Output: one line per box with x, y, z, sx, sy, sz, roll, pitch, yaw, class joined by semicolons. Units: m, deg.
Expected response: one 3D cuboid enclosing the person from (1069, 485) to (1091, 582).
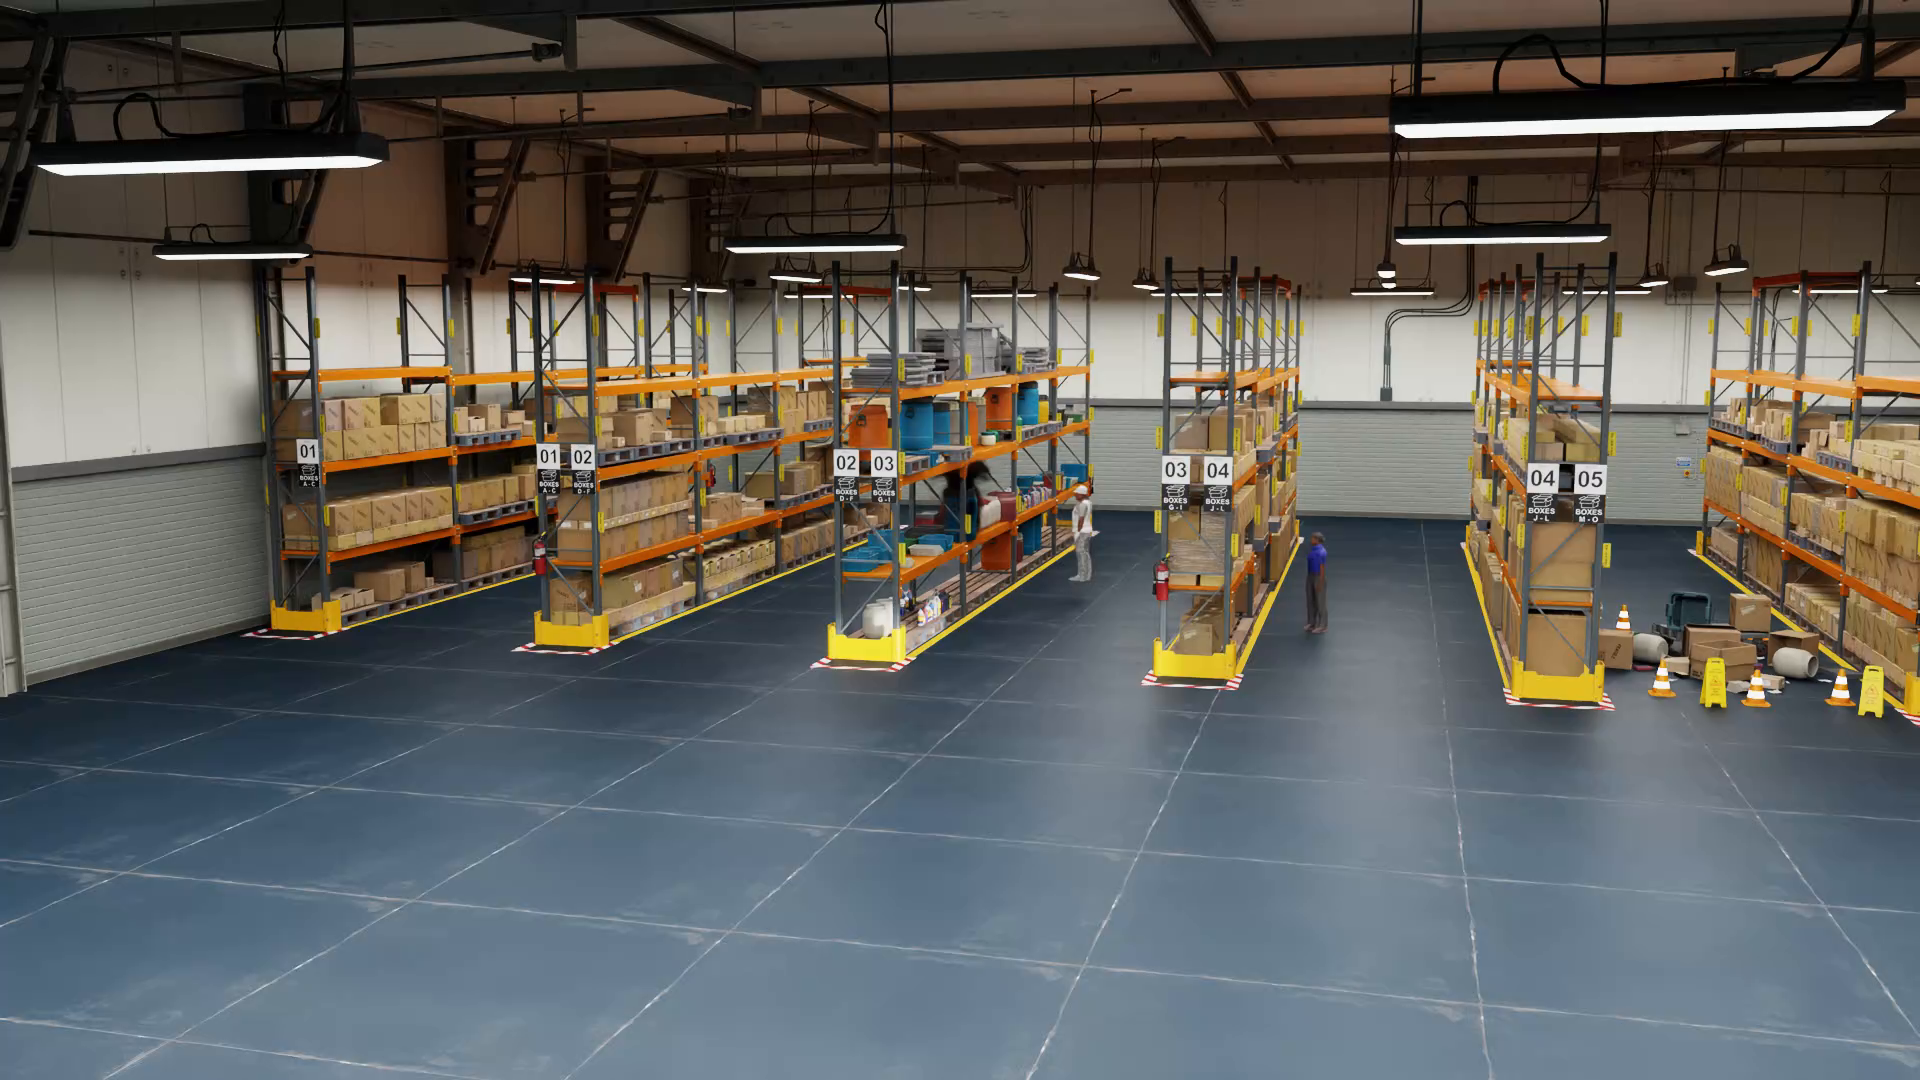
2.254;-0.125;31.073;0.394;1.797;0.646;2;8;16;person

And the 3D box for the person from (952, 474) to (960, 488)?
0.039;-0.817;39.567;0.497;1.623;0.928;3;8;22;person

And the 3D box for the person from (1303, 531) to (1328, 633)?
5.900;0.697;27.595;0.349;1.654;0.456;-3;8;-26;person
